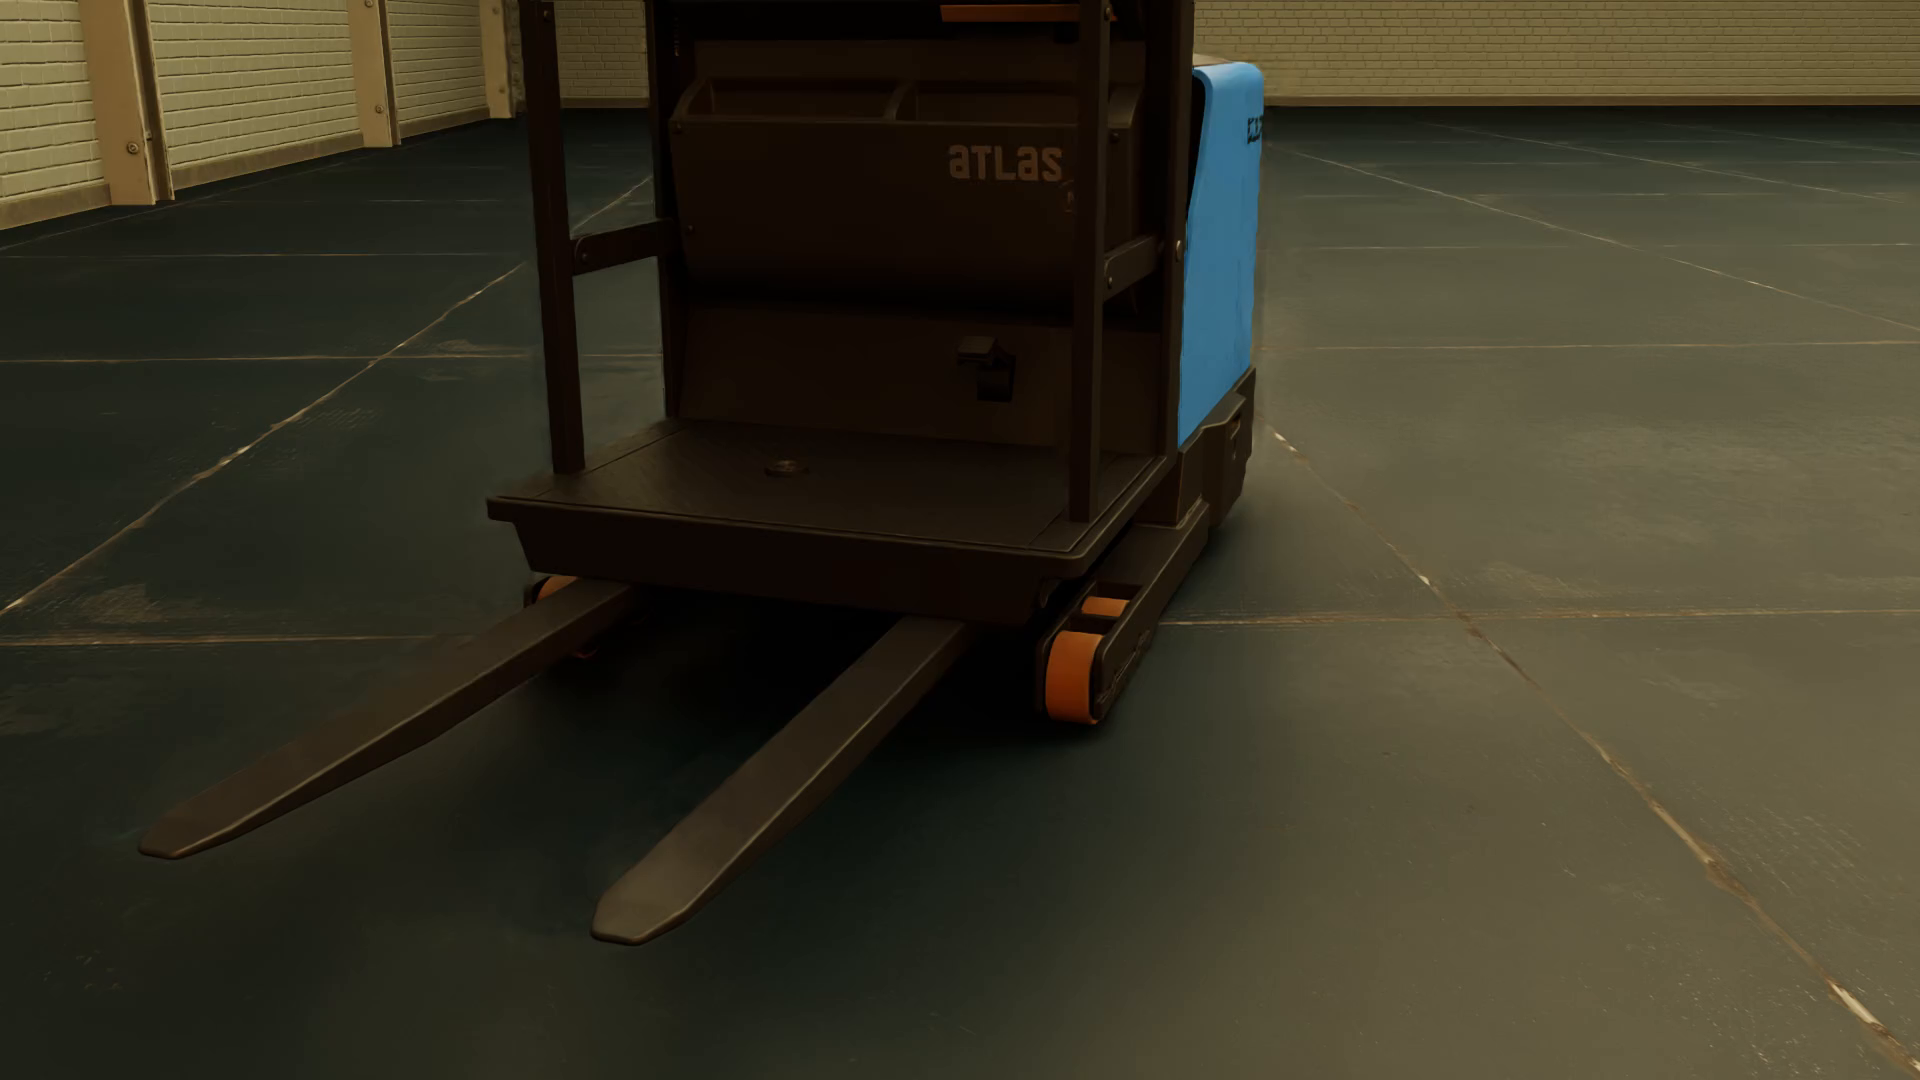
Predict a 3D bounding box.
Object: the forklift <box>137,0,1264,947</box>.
[{"bbox_3d":[-0.178,-1.213,2.872,1.130,2.935,3.031,6,18,18],"label":"forklift"}]
